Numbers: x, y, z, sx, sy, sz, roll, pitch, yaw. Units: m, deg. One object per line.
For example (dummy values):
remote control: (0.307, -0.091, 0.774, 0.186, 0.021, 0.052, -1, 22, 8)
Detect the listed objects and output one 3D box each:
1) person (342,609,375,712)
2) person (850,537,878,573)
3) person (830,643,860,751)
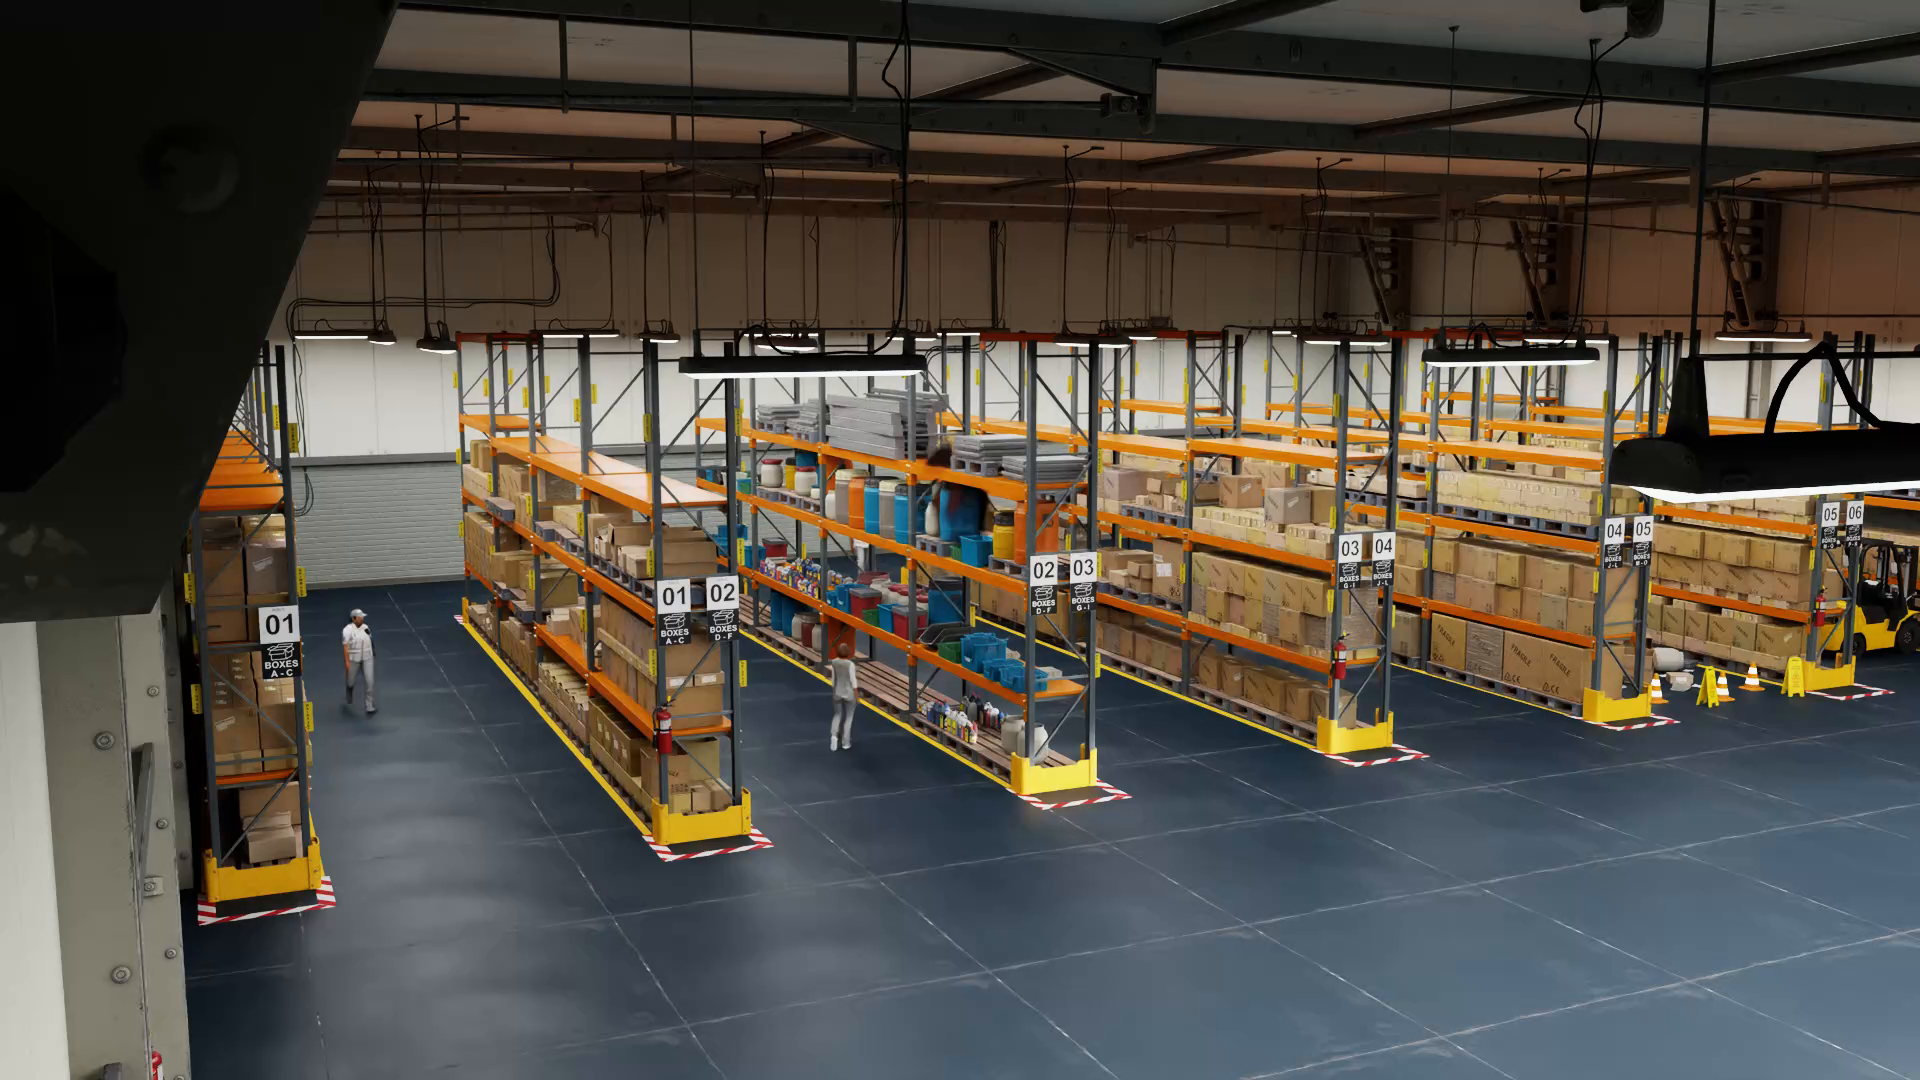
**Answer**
person: (-9.668, 1.915, 26.754, 0.505, 1.639, 0.647, -4, 9, -28)
person: (-2.283, 0.144, 39.485, 0.593, 1.713, 1.057, -3, 8, -23)
person: (-1.695, 2.283, 24.144, 0.433, 1.575, 0.562, 3, 8, 20)
